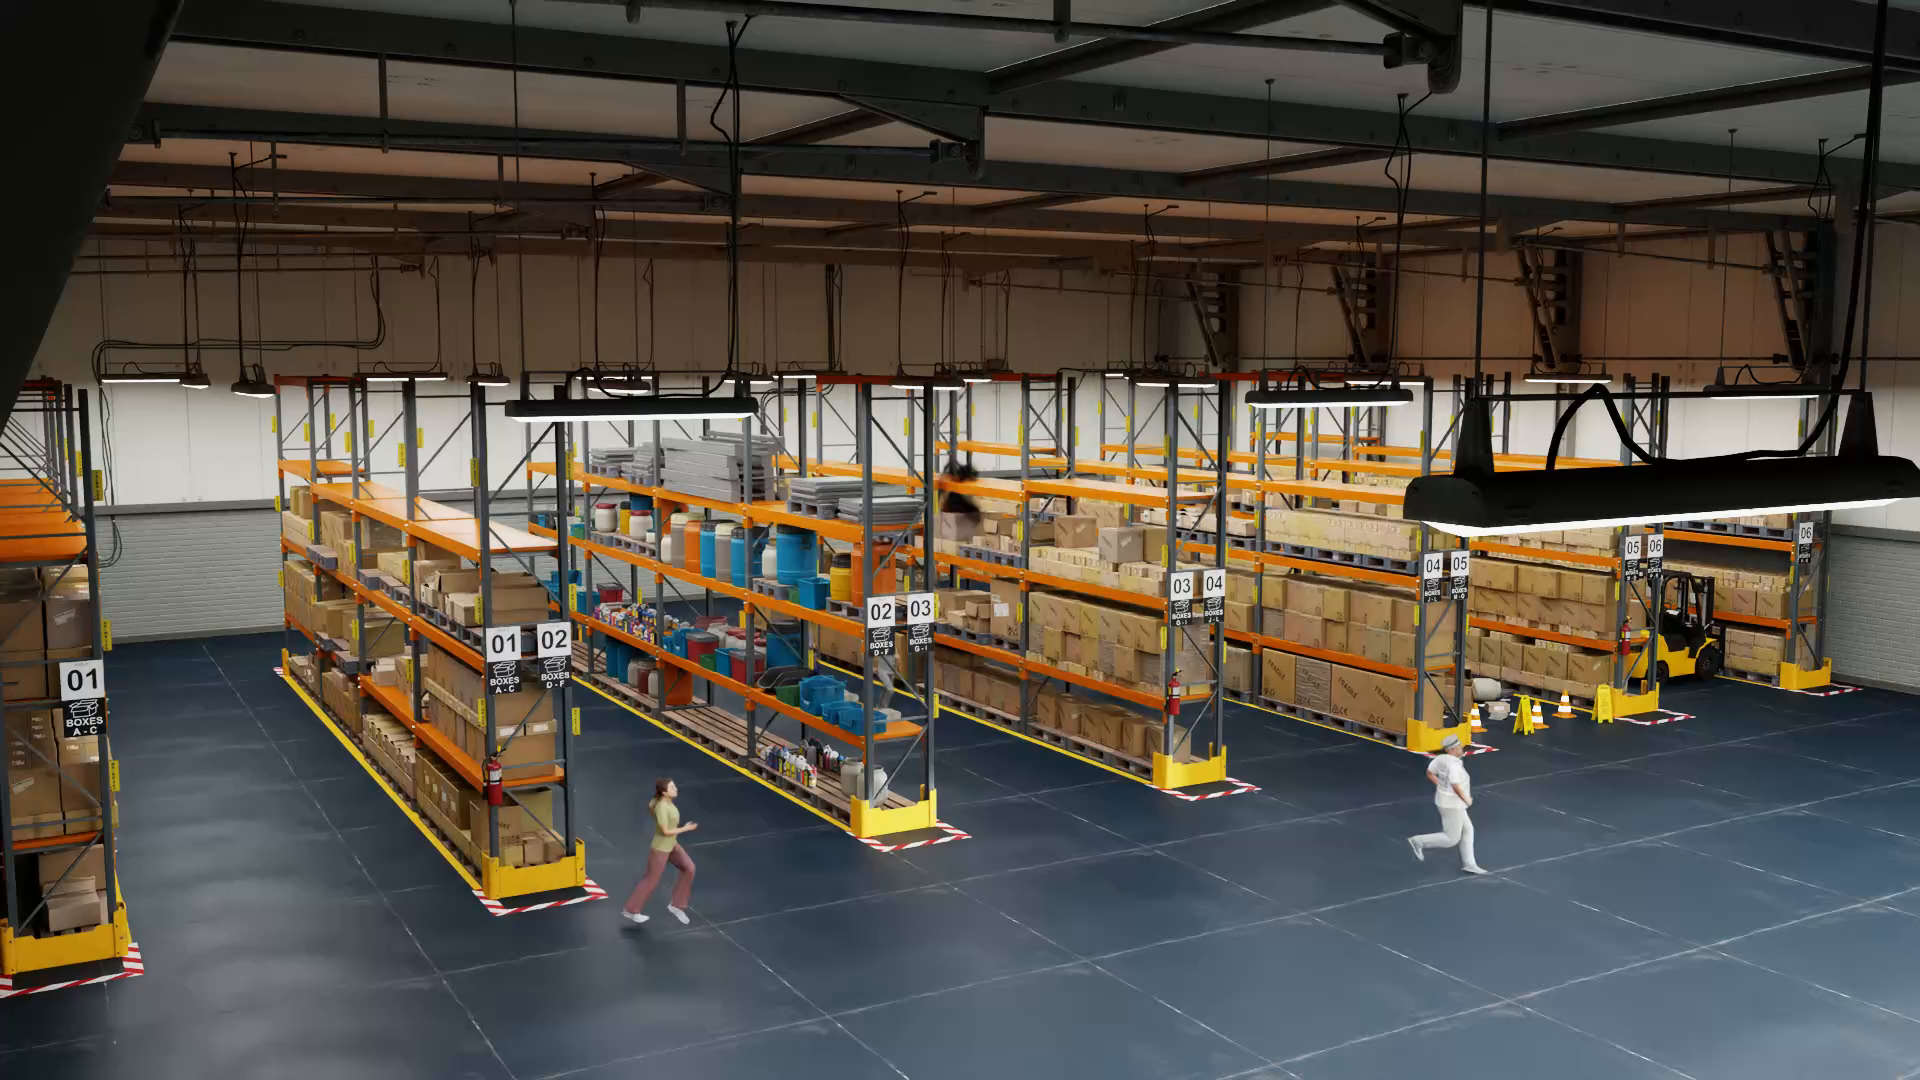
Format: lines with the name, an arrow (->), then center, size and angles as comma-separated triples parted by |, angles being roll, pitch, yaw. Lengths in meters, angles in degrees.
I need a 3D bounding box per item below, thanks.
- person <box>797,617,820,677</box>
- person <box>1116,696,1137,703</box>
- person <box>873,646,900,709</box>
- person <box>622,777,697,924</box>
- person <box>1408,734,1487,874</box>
person -> -2.881, 2.144, 30.858 | 0.601, 1.625, 0.648 | -5, 8, -41
person -> 3.126, 2.100, 30.565 | 0.731, 1.827, 0.780 | -5, 8, -37
person -> -1.283, 2.350, 28.881 | 0.503, 1.630, 0.694 | -6, 9, -44
person -> -3.343, 3.475, 18.583 | 0.852, 1.696, 0.585 | 0, 6, 2
person -> 6.004, 3.256, 20.407 | 1.024, 1.780, 0.634 | 0, 6, 1
